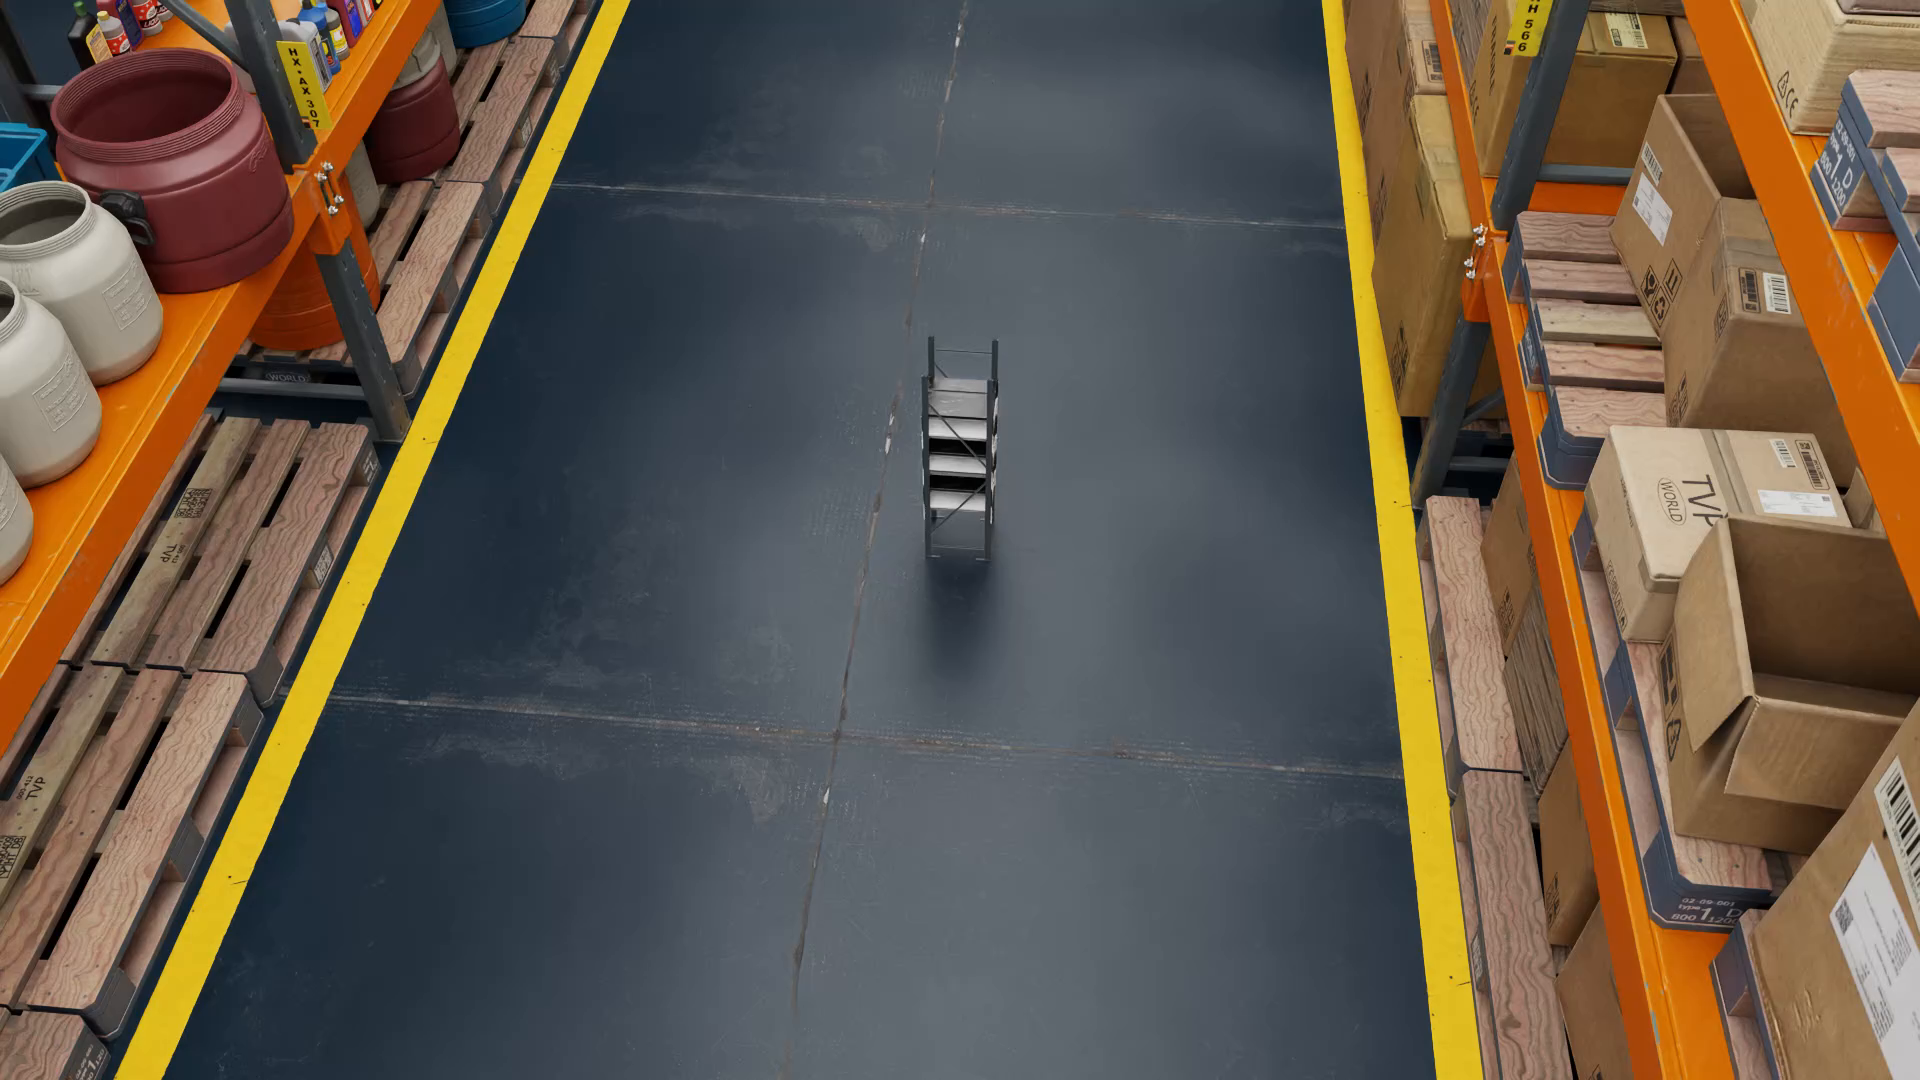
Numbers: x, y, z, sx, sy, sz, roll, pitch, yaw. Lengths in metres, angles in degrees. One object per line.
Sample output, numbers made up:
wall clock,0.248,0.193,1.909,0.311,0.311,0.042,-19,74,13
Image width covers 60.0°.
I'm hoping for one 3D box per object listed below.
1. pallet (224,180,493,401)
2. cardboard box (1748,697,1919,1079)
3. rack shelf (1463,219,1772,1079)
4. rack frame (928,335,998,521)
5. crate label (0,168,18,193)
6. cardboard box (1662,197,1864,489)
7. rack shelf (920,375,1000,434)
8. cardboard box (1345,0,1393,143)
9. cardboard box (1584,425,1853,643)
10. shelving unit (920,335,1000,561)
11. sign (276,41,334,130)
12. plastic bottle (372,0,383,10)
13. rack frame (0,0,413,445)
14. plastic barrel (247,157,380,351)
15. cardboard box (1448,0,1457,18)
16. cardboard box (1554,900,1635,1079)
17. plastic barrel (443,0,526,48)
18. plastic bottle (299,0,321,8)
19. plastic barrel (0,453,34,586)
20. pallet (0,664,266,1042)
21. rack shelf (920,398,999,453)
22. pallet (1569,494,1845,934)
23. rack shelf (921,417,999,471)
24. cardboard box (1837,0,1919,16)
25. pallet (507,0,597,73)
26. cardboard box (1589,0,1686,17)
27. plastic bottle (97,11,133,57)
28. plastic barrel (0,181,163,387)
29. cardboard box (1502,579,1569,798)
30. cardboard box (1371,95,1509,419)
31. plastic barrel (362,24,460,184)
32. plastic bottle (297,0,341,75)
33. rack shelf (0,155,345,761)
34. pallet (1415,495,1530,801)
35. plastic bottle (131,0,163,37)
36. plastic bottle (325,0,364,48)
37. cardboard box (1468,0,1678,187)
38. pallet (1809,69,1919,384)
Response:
pallet,-2.671,-1.110,7.122,1.003,0.211,1.213,4,48,4
cardboard box,2.078,0.885,2.716,1.000,1.000,1.000,4,48,4
rack shelf,2.048,0.577,4.177,1.077,0.370,4.000,4,48,4
rack frame,0.010,-0.384,5.992,0.240,0.900,0.006,4,48,4
crate label,-3.062,-0.769,4.896,0.502,0.435,0.616,4,48,4
cardboard box,2.270,-0.495,4.317,0.700,0.500,0.500,10,48,9
rack shelf,0.001,-0.469,5.749,0.258,0.077,0.200,4,48,4
cardboard box,2.476,-2.371,7.541,1.225,0.875,0.875,2,48,2
cardboard box,1.849,-0.011,4.044,0.500,0.250,0.500,3,48,2
shelving unit,0.001,-0.310,5.923,0.258,0.900,0.210,4,48,4
sign,-2.153,-1.492,5.471,0.100,0.325,0.005,4,48,4
plastic bottle,-2.241,-2.161,6.273,0.061,0.283,0.133,4,48,4
rack frame,-2.702,-1.469,5.560,1.000,3.000,0.127,4,48,4
plastic barrel,-2.674,-1.239,6.536,0.600,0.830,0.708,4,48,4
cardboard box,2.124,-2.296,6.250,0.500,0.500,0.500,2,48,2
cardboard box,2.056,1.289,4.434,0.700,0.500,0.500,0,48,0
plastic barrel,-2.468,-2.923,8.028,0.600,0.901,0.708,4,48,4
plastic bottle,-2.424,-2.033,6.211,0.097,0.201,0.097,0,48,0
plastic barrel,-2.655,-0.121,4.235,0.433,0.535,0.433,0,48,0
pallet,-2.925,0.933,5.253,1.003,0.211,1.213,4,48,4
rack shelf,0.001,-0.409,5.815,0.258,0.077,0.200,4,48,4
pallet,2.091,0.387,3.994,1.003,0.211,1.213,4,48,4
rack shelf,0.001,-0.348,5.882,0.258,0.077,0.200,4,48,4
cardboard box,1.843,-1.280,2.948,0.500,0.500,0.500,3,48,2
pallet,-2.449,-2.903,8.762,1.003,0.211,1.213,4,48,4
cardboard box,2.313,-2.044,5.339,0.797,0.503,0.637,5,48,5
plastic bottle,-3.061,-1.811,6.008,0.097,0.201,0.097,0,48,0
plastic barrel,-2.583,-0.736,4.815,0.421,0.512,0.421,0,48,0
cardboard box,2.152,0.462,5.191,0.700,0.500,0.500,0,48,0
cardboard box,2.314,-1.066,6.347,1.225,0.875,0.875,2,48,2
plastic barrel,-2.571,-1.987,7.384,0.600,0.588,0.708,4,48,4
plastic bottle,-2.303,-1.805,5.955,0.097,0.271,0.097,0,48,0
rack shelf,-2.884,0.244,4.482,1.077,0.370,4.000,4,48,4
pallet,2.158,0.380,5.760,1.003,0.211,1.213,4,48,4
plastic bottle,-3.040,-1.981,6.163,0.097,0.201,0.097,0,48,0
plastic bottle,-2.265,-1.964,6.093,0.061,0.283,0.133,4,48,4
cardboard box,2.029,-1.549,5.566,0.500,0.500,0.500,5,48,5
pallet,2.120,-0.354,2.635,1.213,0.211,1.003,4,48,4
